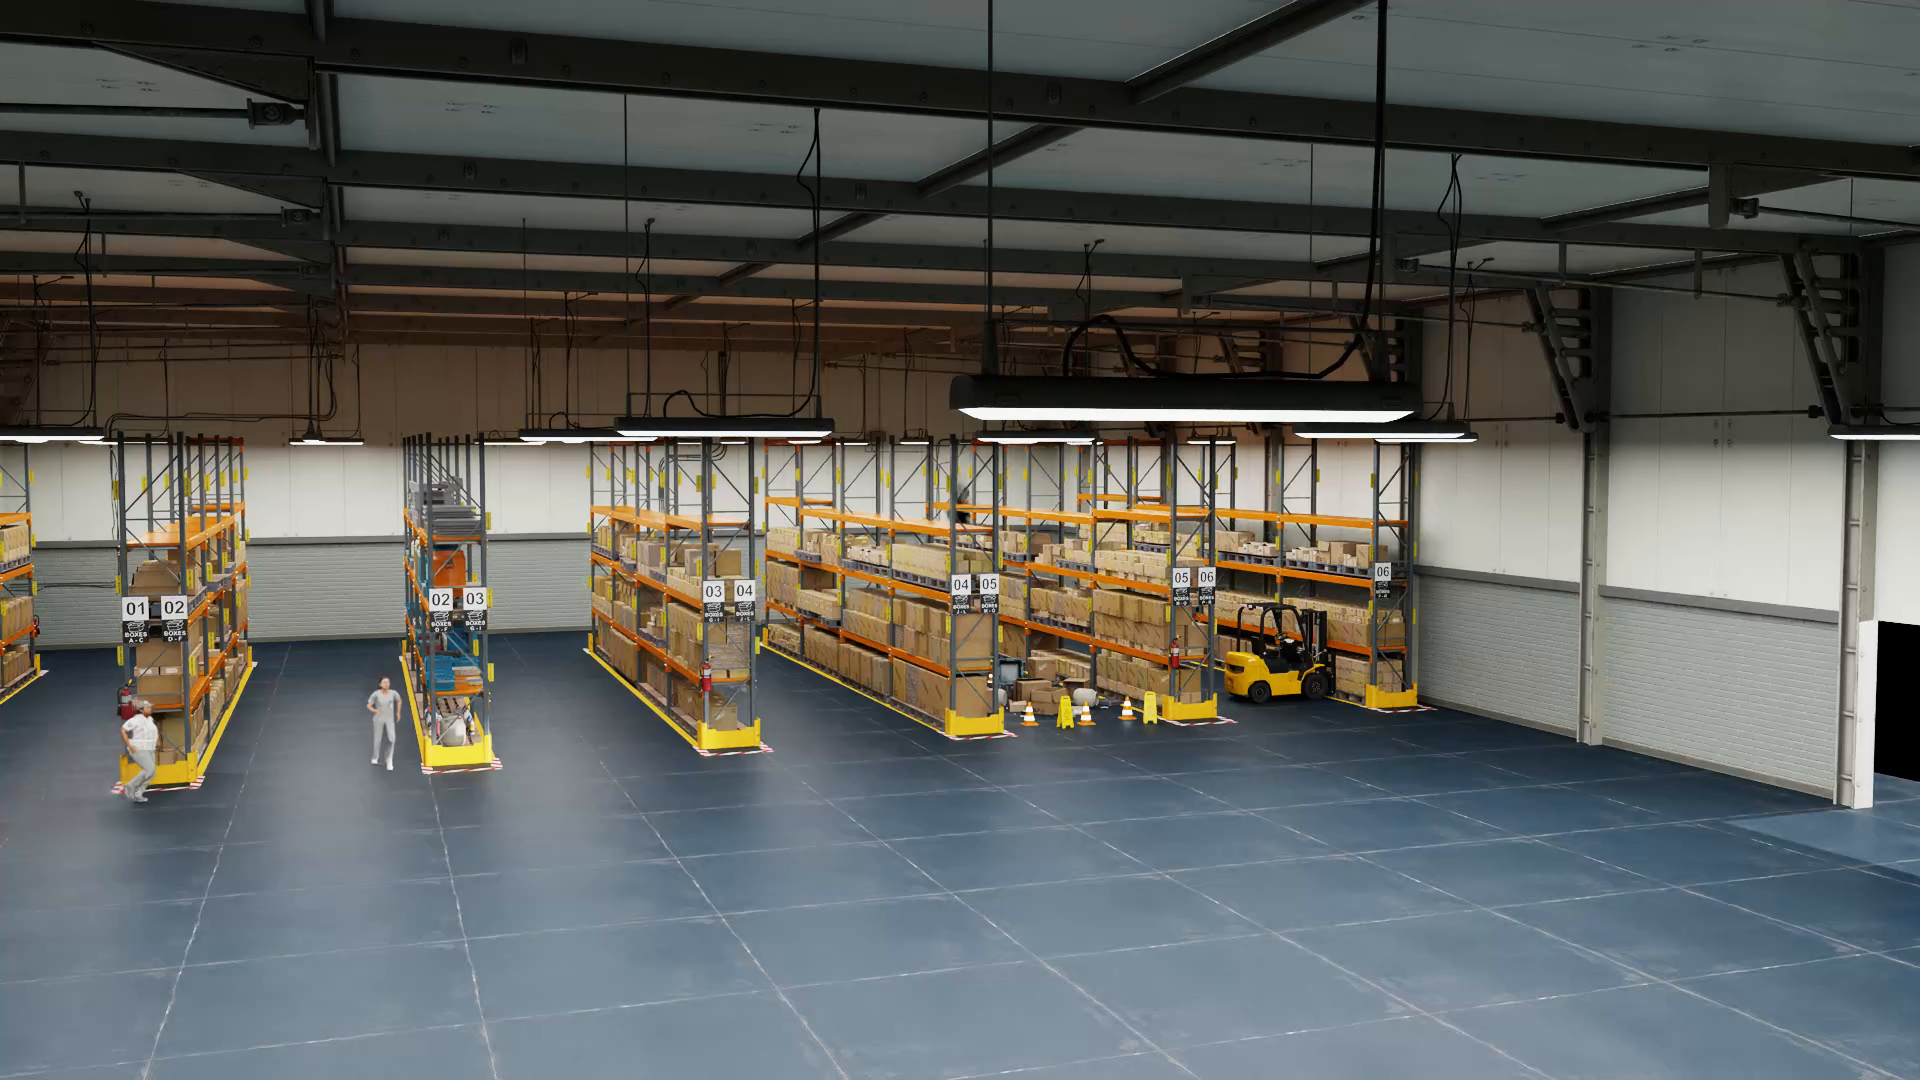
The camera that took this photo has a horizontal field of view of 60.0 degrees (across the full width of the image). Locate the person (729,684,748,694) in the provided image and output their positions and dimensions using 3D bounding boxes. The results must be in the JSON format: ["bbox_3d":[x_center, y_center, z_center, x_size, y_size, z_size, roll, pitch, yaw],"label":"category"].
[{"bbox_3d":[-5.188,2.671,39.069,0.724,1.786,0.836,-2,4,-26],"label":"person"}]

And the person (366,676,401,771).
[{"bbox_3d":[-10.272,3.248,29.691,0.622,1.659,0.730,-2,4,-26],"label":"person"}]

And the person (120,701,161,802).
[{"bbox_3d":[-13.224,3.420,27.000,0.502,1.615,0.648,0,3,4],"label":"person"}]

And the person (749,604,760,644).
[{"bbox_3d":[-5.782,2.398,45.149,0.740,1.729,1.047,-2,4,-30],"label":"person"}]
